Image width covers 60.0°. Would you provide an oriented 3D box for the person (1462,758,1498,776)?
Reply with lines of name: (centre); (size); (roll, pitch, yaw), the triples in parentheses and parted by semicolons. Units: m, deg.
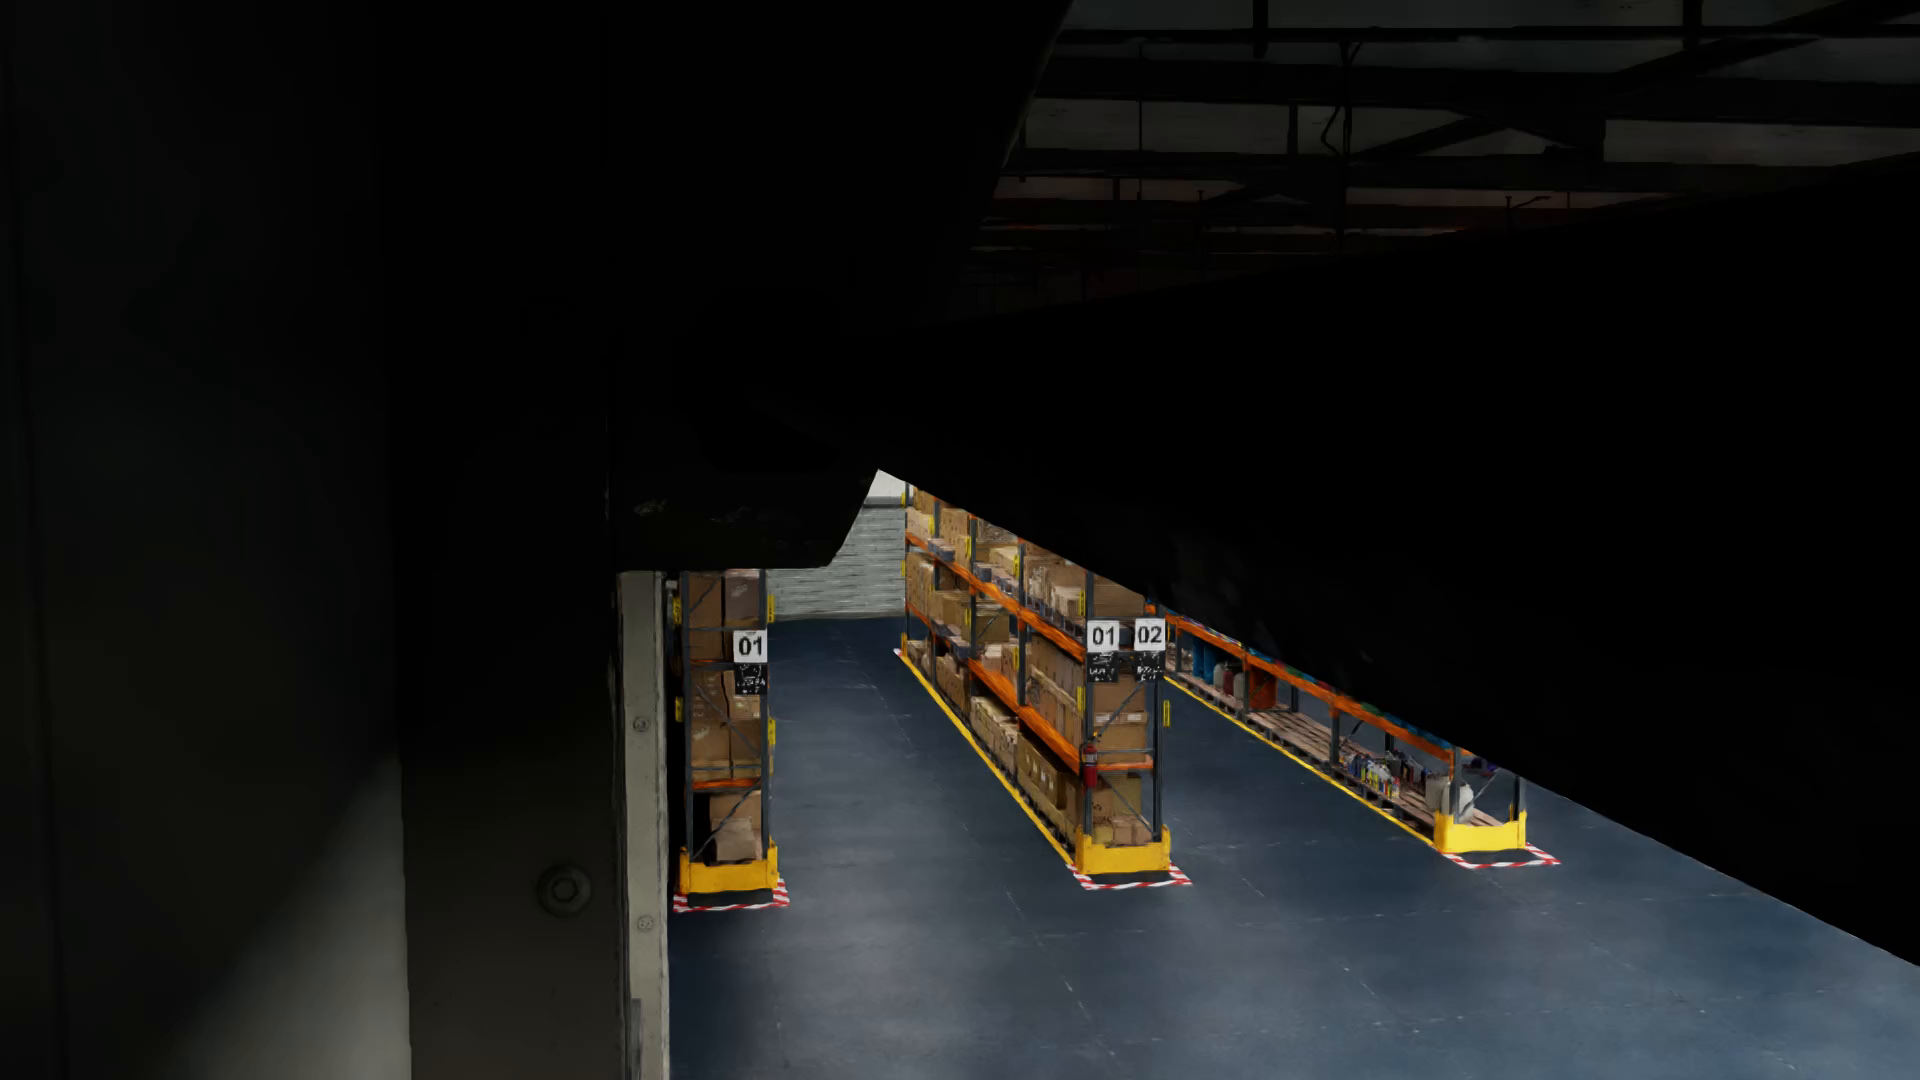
person: (8.136, 2.814, 25.950); (0.551, 1.642, 0.599); (2, 6, 19)
